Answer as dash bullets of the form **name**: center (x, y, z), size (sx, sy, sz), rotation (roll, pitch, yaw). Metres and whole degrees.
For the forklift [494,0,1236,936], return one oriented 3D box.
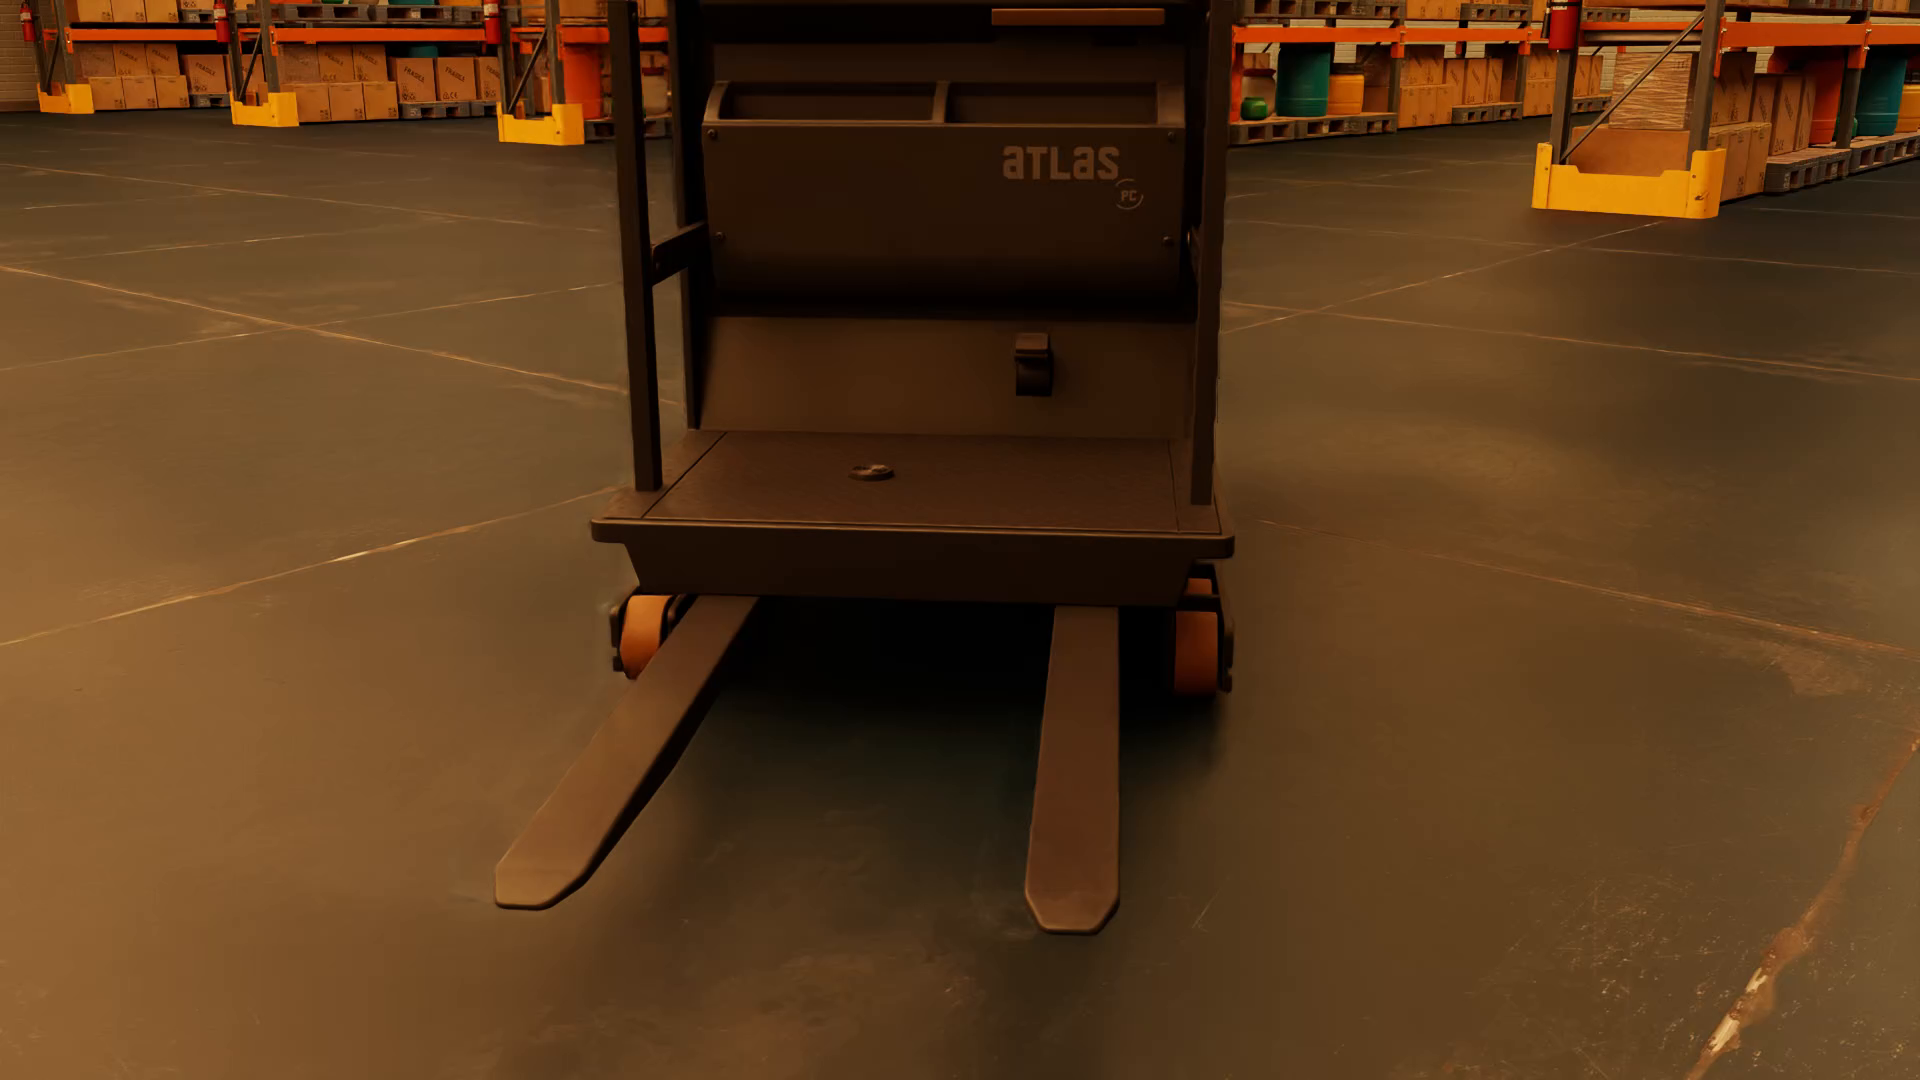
- **forklift**: center (-0.048, -1.215, 2.898), size (1.130, 2.935, 3.031), rotation (2, 17, 5)
